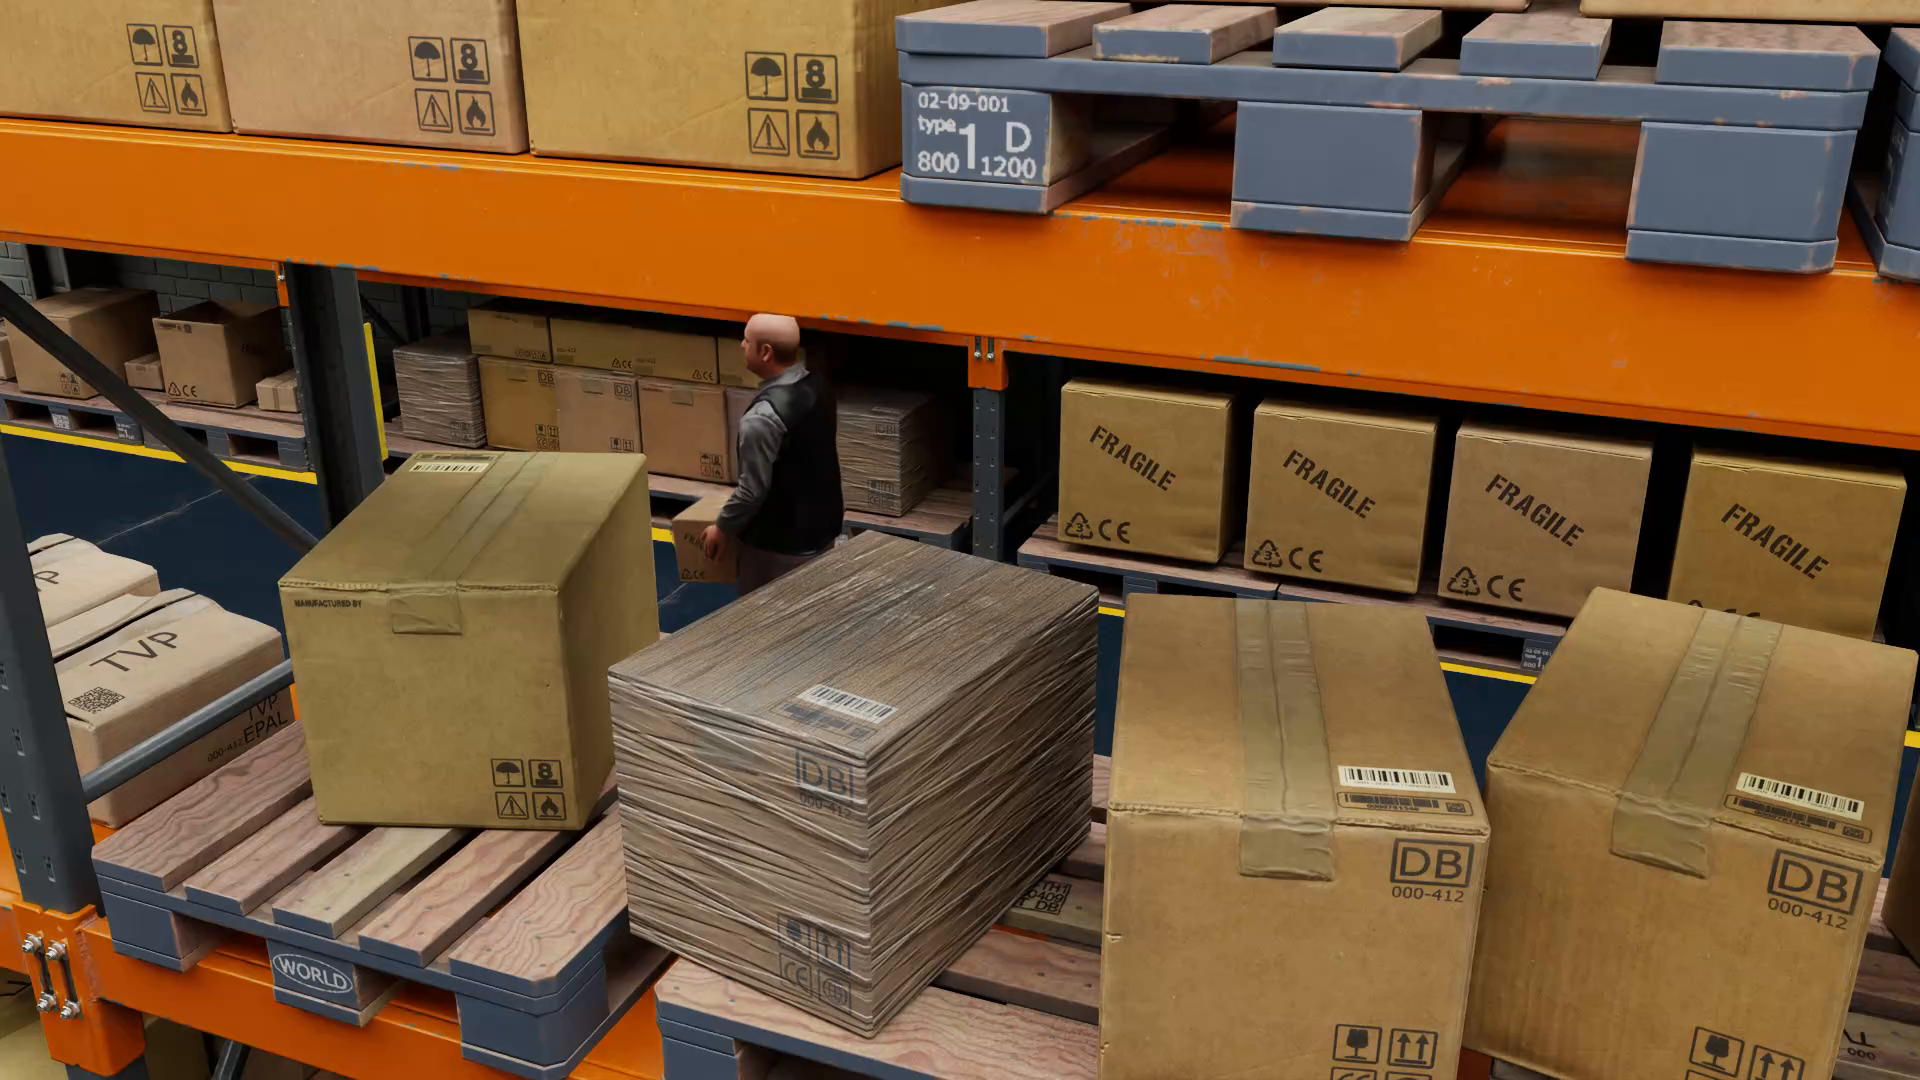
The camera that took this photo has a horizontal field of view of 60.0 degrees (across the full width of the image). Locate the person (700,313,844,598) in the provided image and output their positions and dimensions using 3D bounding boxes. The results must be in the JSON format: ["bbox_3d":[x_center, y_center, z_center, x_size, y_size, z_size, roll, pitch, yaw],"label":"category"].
[{"bbox_3d":[-0.678,-0.008,6.133,0.482,1.728,0.544,8,24,19],"label":"person"}]
